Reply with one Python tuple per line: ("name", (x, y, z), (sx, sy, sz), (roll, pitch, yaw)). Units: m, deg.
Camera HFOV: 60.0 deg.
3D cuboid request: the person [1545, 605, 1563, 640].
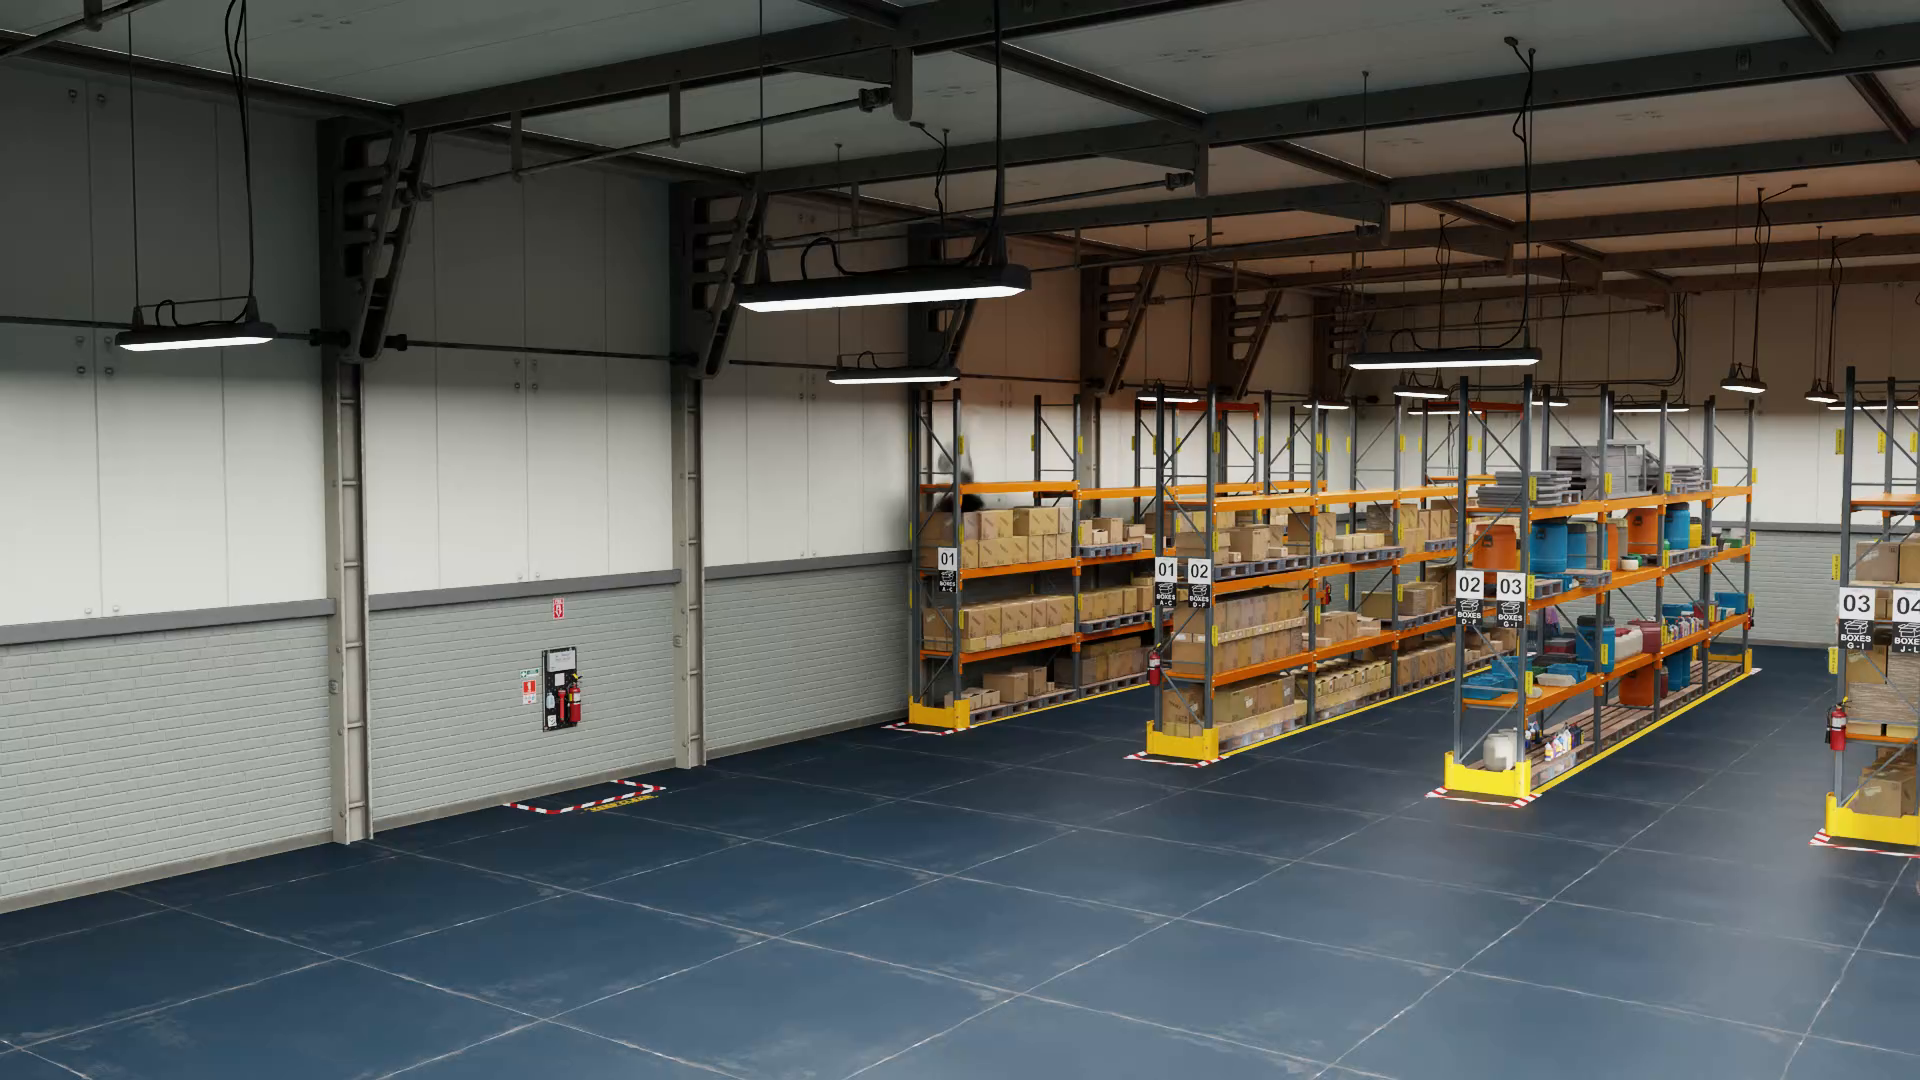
("person", (14.149, 1.989, 39.863), (0.540, 1.516, 0.527), (-1, 3, -18))
